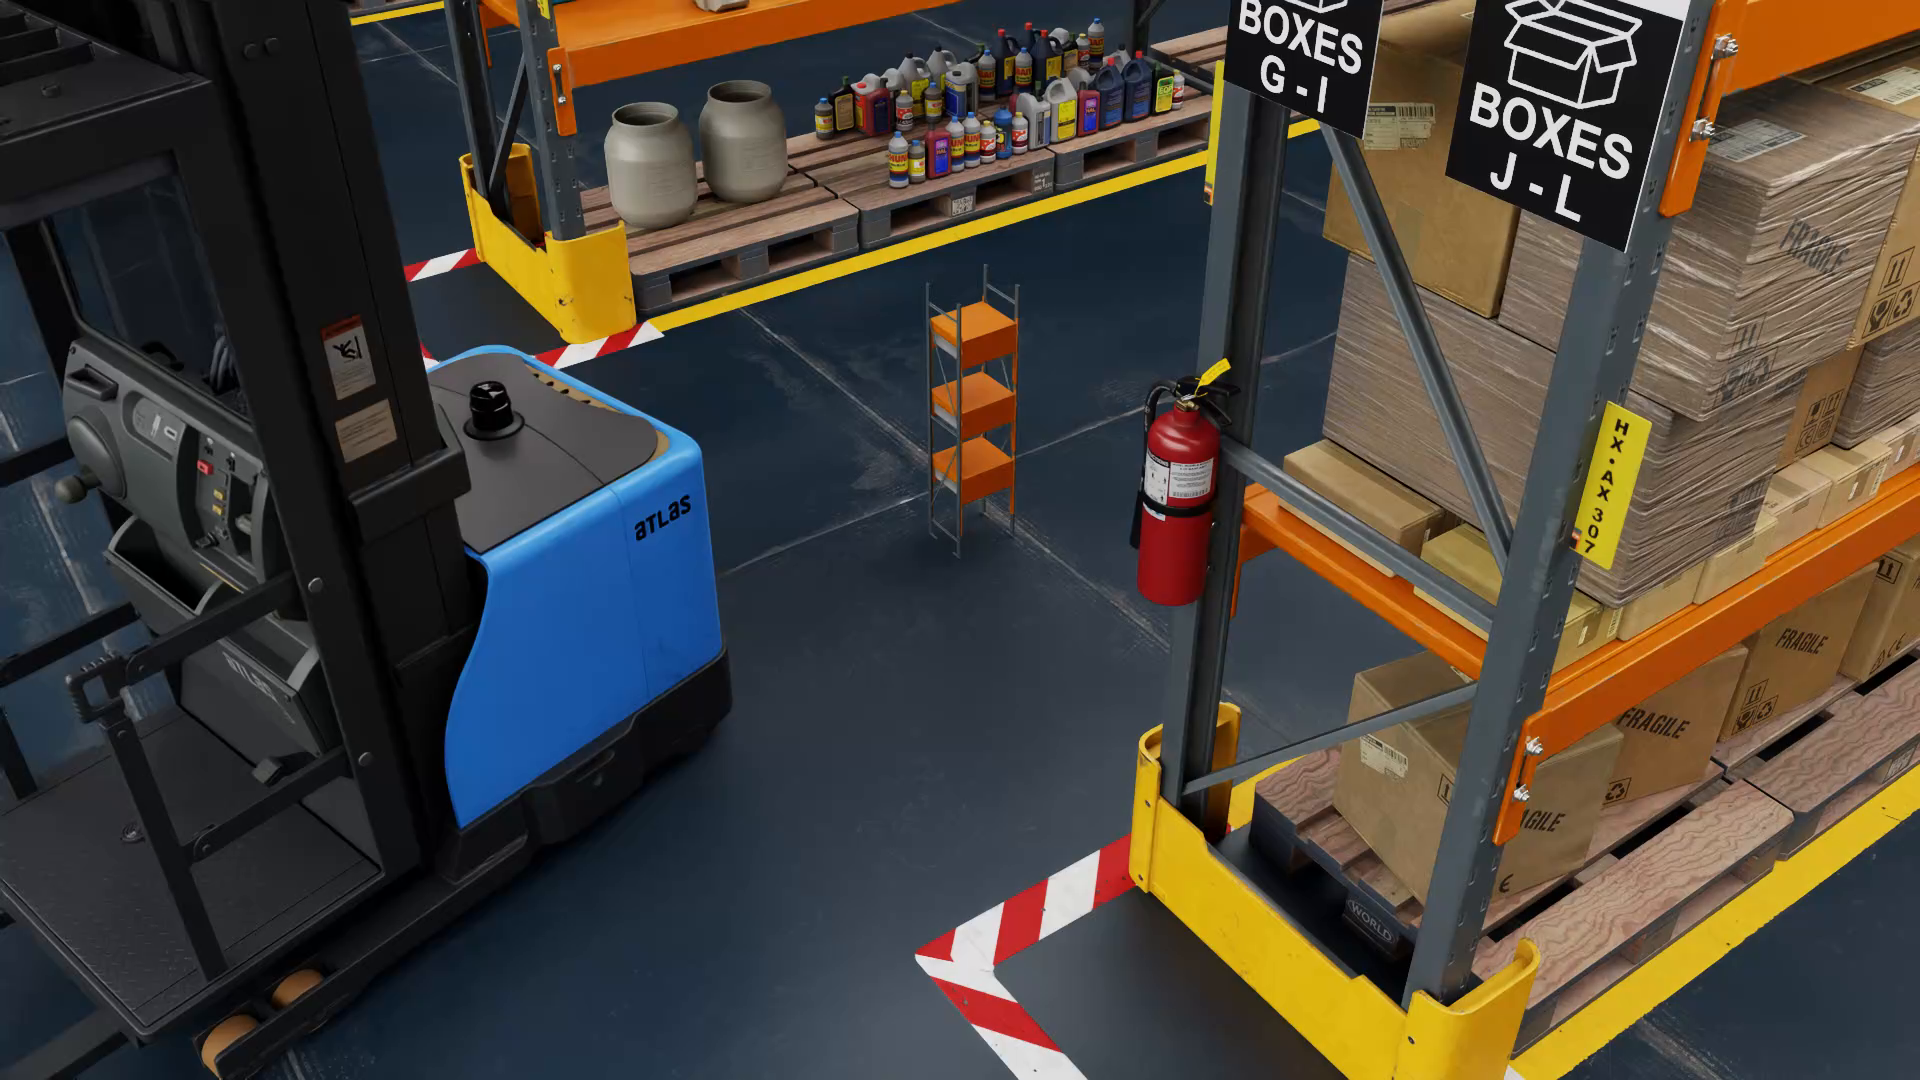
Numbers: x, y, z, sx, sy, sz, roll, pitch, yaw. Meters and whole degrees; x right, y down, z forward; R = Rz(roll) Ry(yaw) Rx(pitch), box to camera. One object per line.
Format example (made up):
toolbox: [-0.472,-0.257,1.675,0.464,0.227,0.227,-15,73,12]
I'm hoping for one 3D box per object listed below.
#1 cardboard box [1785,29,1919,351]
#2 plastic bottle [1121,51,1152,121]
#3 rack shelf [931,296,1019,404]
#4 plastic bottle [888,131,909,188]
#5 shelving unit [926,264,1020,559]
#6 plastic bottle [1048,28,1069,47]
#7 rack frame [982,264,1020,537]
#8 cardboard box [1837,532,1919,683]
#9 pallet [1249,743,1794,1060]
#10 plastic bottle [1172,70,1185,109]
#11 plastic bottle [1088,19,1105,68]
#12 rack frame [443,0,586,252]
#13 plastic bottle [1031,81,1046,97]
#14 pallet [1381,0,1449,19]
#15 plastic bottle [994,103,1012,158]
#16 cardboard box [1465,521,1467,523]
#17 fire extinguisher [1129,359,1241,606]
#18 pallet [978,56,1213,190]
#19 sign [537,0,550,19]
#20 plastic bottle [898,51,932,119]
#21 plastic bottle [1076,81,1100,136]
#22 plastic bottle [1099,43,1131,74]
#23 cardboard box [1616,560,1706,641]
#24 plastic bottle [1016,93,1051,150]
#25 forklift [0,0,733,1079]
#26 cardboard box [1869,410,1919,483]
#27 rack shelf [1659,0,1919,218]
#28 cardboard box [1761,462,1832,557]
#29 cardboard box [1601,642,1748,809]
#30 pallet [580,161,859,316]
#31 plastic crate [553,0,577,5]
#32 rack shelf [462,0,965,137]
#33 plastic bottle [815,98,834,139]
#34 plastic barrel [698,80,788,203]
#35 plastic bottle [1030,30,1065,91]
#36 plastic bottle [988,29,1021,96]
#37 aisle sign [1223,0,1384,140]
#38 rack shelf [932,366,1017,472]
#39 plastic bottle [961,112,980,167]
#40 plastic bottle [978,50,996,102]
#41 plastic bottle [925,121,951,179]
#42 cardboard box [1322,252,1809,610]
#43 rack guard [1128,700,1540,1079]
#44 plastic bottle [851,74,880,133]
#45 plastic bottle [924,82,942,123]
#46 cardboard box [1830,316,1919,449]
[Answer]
cardboard box: [1.904,-0.793,3.587,0.500,0.500,0.500,-22,41,-28]
plastic bottle: [0.941,-2.464,9.000,0.185,0.351,0.144,-24,42,-29]
rack shelf: [0.044,-0.666,5.809,0.240,0.259,0.215,-22,41,-28]
plastic bottle: [-0.307,-1.902,8.286,0.097,0.271,0.097,0,36,0]
shelving unit: [0.044,-0.444,5.968,0.252,1.050,0.215,-22,41,-28]
plastic bottle: [0.540,-2.769,9.486,0.135,0.276,0.152,-21,41,-26]
rack frame: [0.143,-0.485,6.026,0.008,1.050,0.200,-22,41,-28]
cardboard box: [2.879,0.051,5.392,0.500,0.500,0.500,-26,43,-32]
pallet: [1.632,0.844,4.896,1.213,0.211,1.003,-22,41,-28]
plastic bottle: [1.184,-2.487,9.159,0.097,0.201,0.097,0,36,0]
plastic bottle: [0.788,-2.888,9.657,0.097,0.271,0.097,0,36,0]
rack frame: [-1.968,-2.370,6.976,0.127,3.000,1.000,-22,41,-28]
plastic bottle: [0.440,-2.304,8.834,0.133,0.283,0.061,-22,41,-28]
pallet: [2.919,-3.279,10.628,1.213,0.211,1.003,-22,41,-28]
plastic bottle: [0.221,-2.119,8.587,0.097,0.271,0.097,0,36,0]
cardboard box: [1.204,-0.182,4.150,0.250,0.149,0.380,-22,41,-28]
fire extinguisher: [0.526,-0.156,3.964,0.183,0.674,0.296,-22,41,-28]
pallet: [0.728,-2.377,9.375,1.213,0.211,1.003,-22,41,-28]
sign: [-1.655,-2.218,6.528,0.005,0.325,0.100,-22,41,-28]
plastic bottle: [-0.251,-2.476,9.016,0.185,0.351,0.144,-21,41,-26]
plastic bottle: [0.675,-2.298,8.826,0.133,0.283,0.061,-20,40,-25]
plastic bottle: [0.858,-2.533,9.095,0.185,0.351,0.144,-22,41,-28]
cardboard box: [1.471,0.039,3.842,0.250,0.149,0.380,-22,41,-28]
plastic bottle: [0.385,-2.208,8.707,0.135,0.276,0.152,-22,41,-27]
forklift: [-2.065,-0.125,3.913,1.130,2.935,3.031,26,43,31]
cardboard box: [2.273,-0.310,4.327,0.250,0.149,0.380,-22,41,-28]
rack shelf: [2.520,-1.605,3.959,4.000,0.370,1.077,-22,41,-28]
cardboard box: [1.876,-0.132,4.080,0.250,0.149,0.380,-22,41,-28]
cardboard box: [1.874,0.419,4.880,0.500,0.500,0.500,-12,37,-16]
pallet: [-1.266,-1.557,8.234,1.213,0.211,1.003,-22,41,-28]
plastic crate: [-1.731,-2.621,7.452,0.616,0.251,0.499,-22,41,-28]
rack shelf: [-0.333,-2.751,8.122,4.000,0.370,1.077,-22,41,-28]
plastic bottle: [-0.719,-2.240,8.815,0.097,0.201,0.097,0,36,0]
plastic barrel: [-1.064,-1.957,8.173,0.421,0.512,0.421,0,36,0]
plastic bottle: [0.486,-2.676,9.294,0.185,0.351,0.144,-22,41,-28]
plastic bottle: [0.248,-2.682,9.302,0.185,0.351,0.144,-24,42,-30]
aisle sign: [0.662,-1.184,3.101,0.004,0.787,0.394,-22,41,-28]
rack shelf: [0.044,-0.436,5.975,0.240,0.259,0.215,-22,41,-28]
plastic bottle: [0.055,-2.051,8.493,0.097,0.271,0.097,0,36,0]
plastic bottle: [0.150,-2.582,9.231,0.097,0.271,0.097,0,36,0]
plastic bottle: [-0.111,-1.974,8.376,0.133,0.283,0.061,-22,41,-27]
cardboard box: [1.351,-0.339,3.812,0.500,0.500,0.875,-22,41,-28]
rack guard: [0.947,0.983,4.455,0.348,0.500,1.175,-22,41,-28]
plastic bottle: [-0.498,-2.342,8.893,0.135,0.276,0.152,-22,41,-28]
plastic bottle: [-0.146,-2.373,9.000,0.097,0.201,0.097,0,36,0]
cardboard box: [2.124,-0.712,4.331,0.500,0.500,0.875,-22,41,-28]
